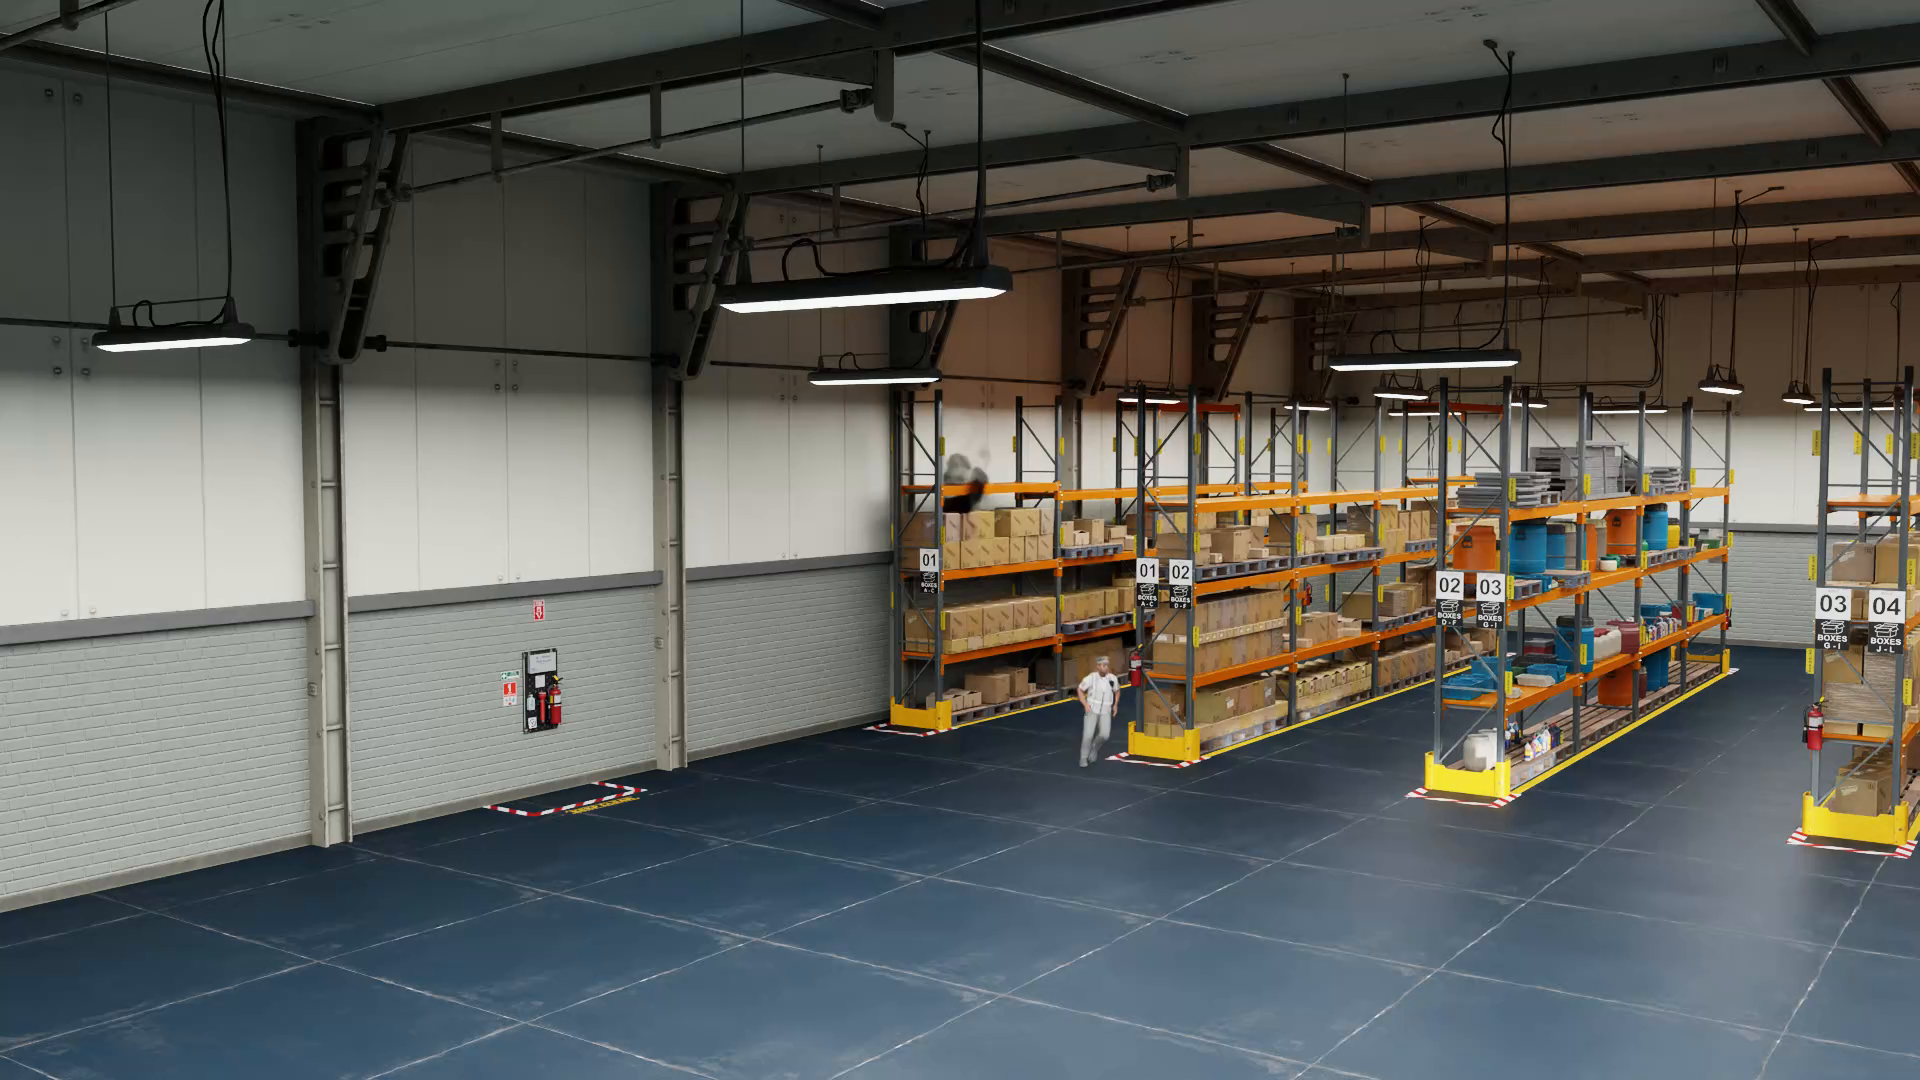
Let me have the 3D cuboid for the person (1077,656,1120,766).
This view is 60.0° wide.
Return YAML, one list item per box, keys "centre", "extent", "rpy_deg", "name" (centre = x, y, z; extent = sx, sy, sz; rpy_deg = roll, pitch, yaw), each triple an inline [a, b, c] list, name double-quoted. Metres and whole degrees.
- centre: [2.200, 2.660, 26.056]
  extent: [0.720, 1.683, 0.514]
  rpy_deg: [0, 3, -8]
  name: "person"
